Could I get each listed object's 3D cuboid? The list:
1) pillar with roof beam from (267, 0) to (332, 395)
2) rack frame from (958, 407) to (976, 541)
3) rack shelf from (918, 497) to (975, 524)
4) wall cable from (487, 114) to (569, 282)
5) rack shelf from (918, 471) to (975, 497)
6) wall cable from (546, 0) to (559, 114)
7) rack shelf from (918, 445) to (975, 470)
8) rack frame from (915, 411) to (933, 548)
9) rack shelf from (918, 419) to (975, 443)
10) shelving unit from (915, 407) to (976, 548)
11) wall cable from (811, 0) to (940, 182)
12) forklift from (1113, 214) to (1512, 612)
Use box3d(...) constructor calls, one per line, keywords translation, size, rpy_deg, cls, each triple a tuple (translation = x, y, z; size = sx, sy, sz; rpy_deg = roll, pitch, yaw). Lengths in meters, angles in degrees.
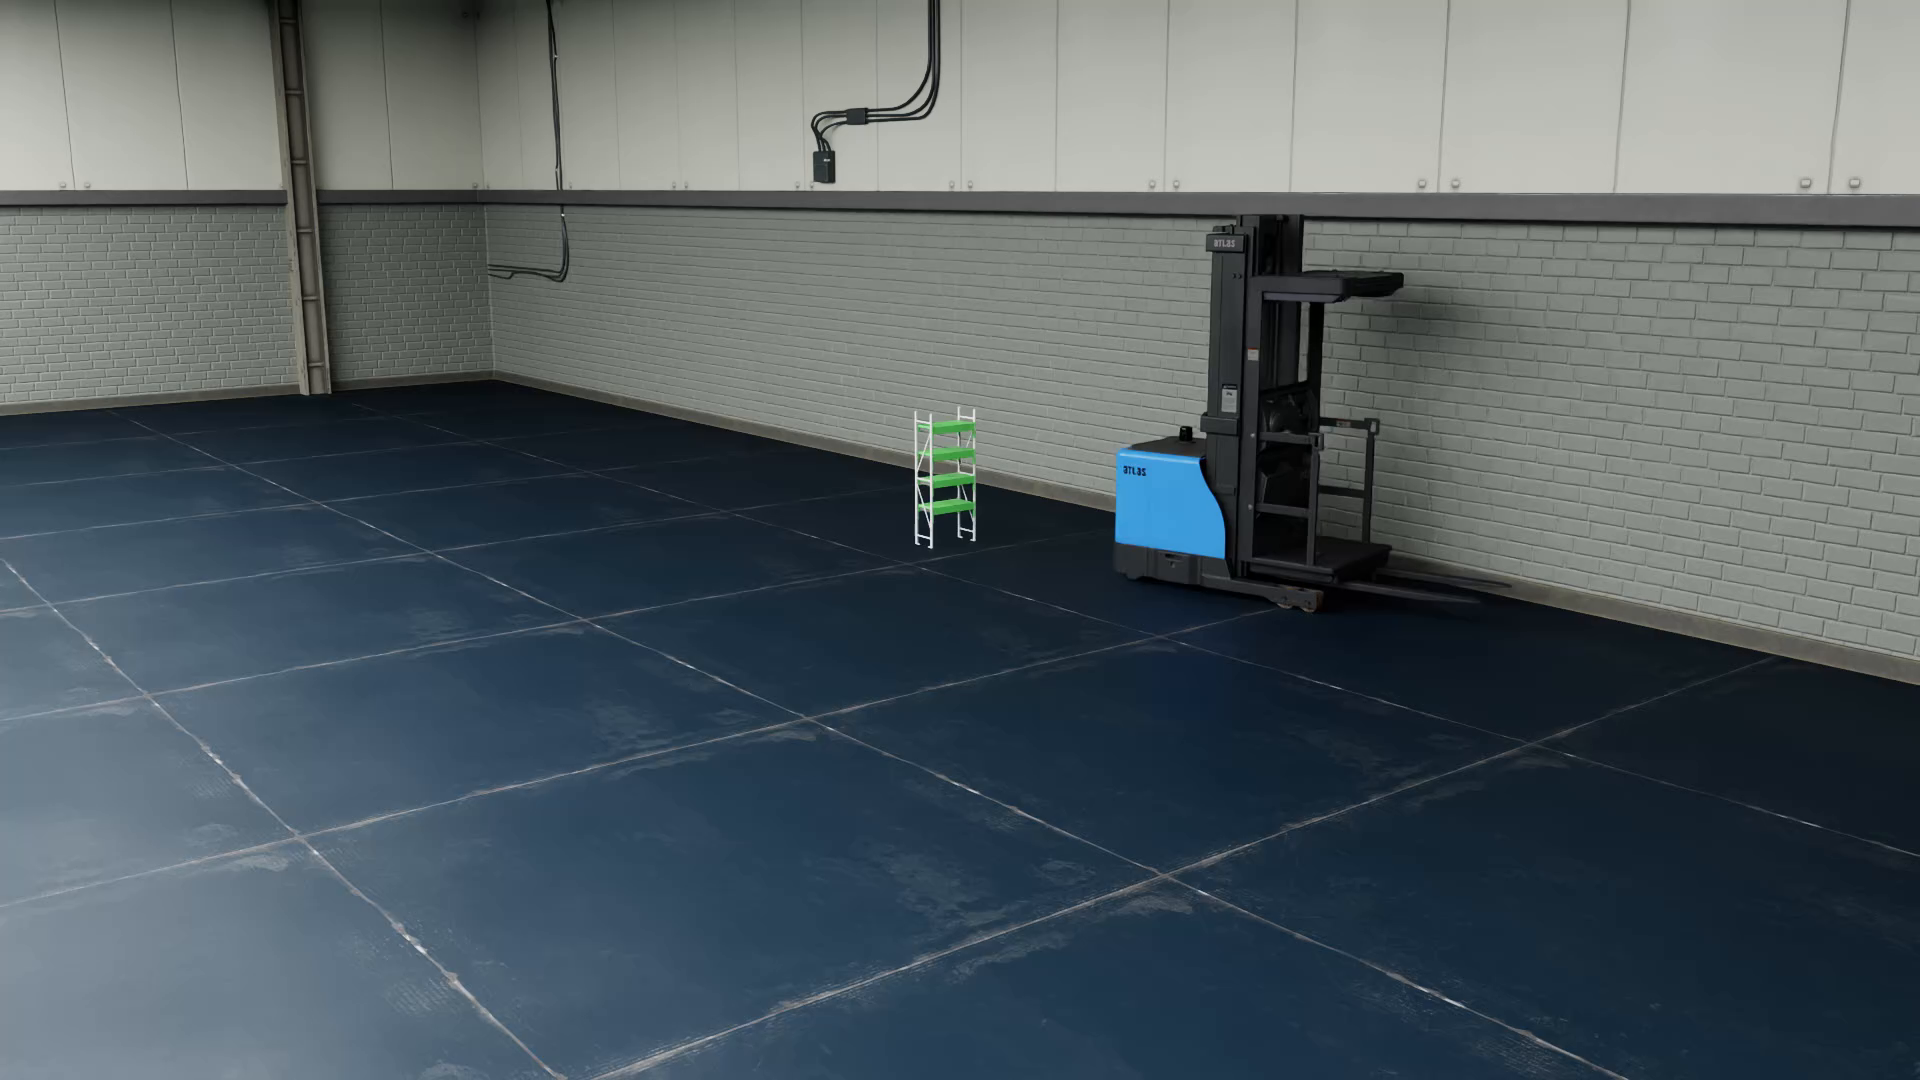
box3d(translation=(-7.335, -5.985, 21.651), size=(0.400, 9.000, 9.100), rpy_deg=(-9, 15, -38), cls="pillar with roof beam")
box3d(translation=(0.061, -0.597, 15.052), size=(0.015, 1.200, 0.240), rpy_deg=(-9, 15, -38), cls="rack frame")
box3d(translation=(-0.129, -0.268, 14.966), size=(0.480, 0.148, 0.258), rpy_deg=(-9, 15, -38), cls="rack shelf")
box3d(translation=(-6.898, -5.332, 26.052), size=(0.112, 2.526, 3.097), rpy_deg=(-9, 15, -38), cls="wall cable")
box3d(translation=(-0.129, -0.503, 14.916), size=(0.480, 0.148, 0.258), rpy_deg=(-9, 15, -38), cls="rack shelf")
box3d(translation=(-5.208, -7.364, 23.461), size=(0.112, 2.526, 3.097), rpy_deg=(-9, 15, -38), cls="wall cable")
box3d(translation=(-0.129, -0.738, 14.866), size=(0.480, 0.148, 0.258), rpy_deg=(-9, 15, -38), cls="rack shelf")
box3d(translation=(-0.320, -0.534, 14.754), size=(0.015, 1.200, 0.240), rpy_deg=(-9, 15, -38), cls="rack frame")
box3d(translation=(-0.129, -0.972, 14.817), size=(0.480, 0.148, 0.258), rpy_deg=(-9, 15, -38), cls="rack shelf")
box3d(translation=(-0.129, -0.565, 14.903), size=(0.503, 1.200, 0.258), rpy_deg=(-9, 15, -38), cls="shelving unit")
box3d(translation=(-0.979, -6.973, 18.116), size=(0.169, 6.003, 2.305), rpy_deg=(-9, 15, -38), cls="wall cable")
box3d(translation=(2.730, -1.011, 12.833), size=(3.031, 2.935, 1.130), rpy_deg=(9, 15, 36), cls="forklift")
